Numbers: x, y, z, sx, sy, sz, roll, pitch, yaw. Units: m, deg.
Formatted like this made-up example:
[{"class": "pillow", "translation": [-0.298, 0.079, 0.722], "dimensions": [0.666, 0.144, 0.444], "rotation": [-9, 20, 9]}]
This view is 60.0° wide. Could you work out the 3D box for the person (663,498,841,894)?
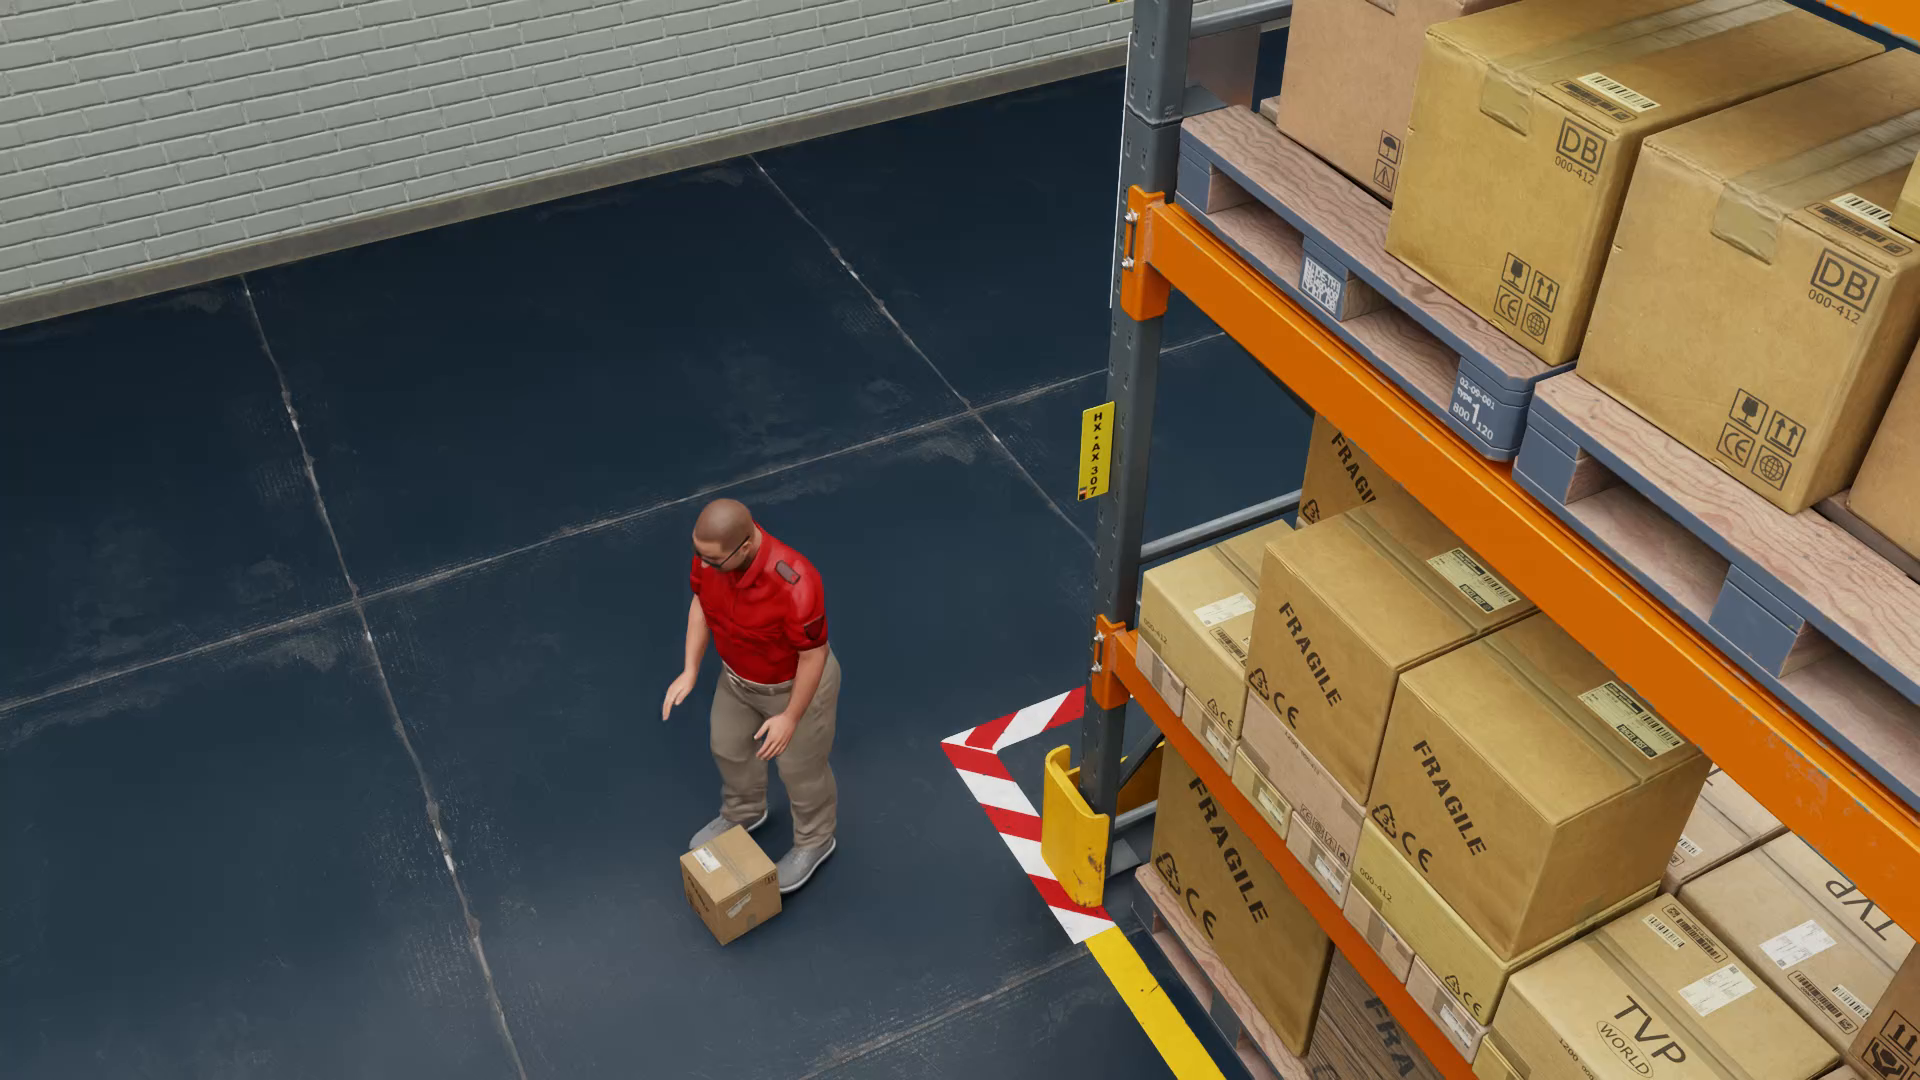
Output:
[{"class": "person", "translation": [-0.692, 0.524, 5.588], "dimensions": [0.580, 1.762, 0.536], "rotation": [29, 49, 29]}]
